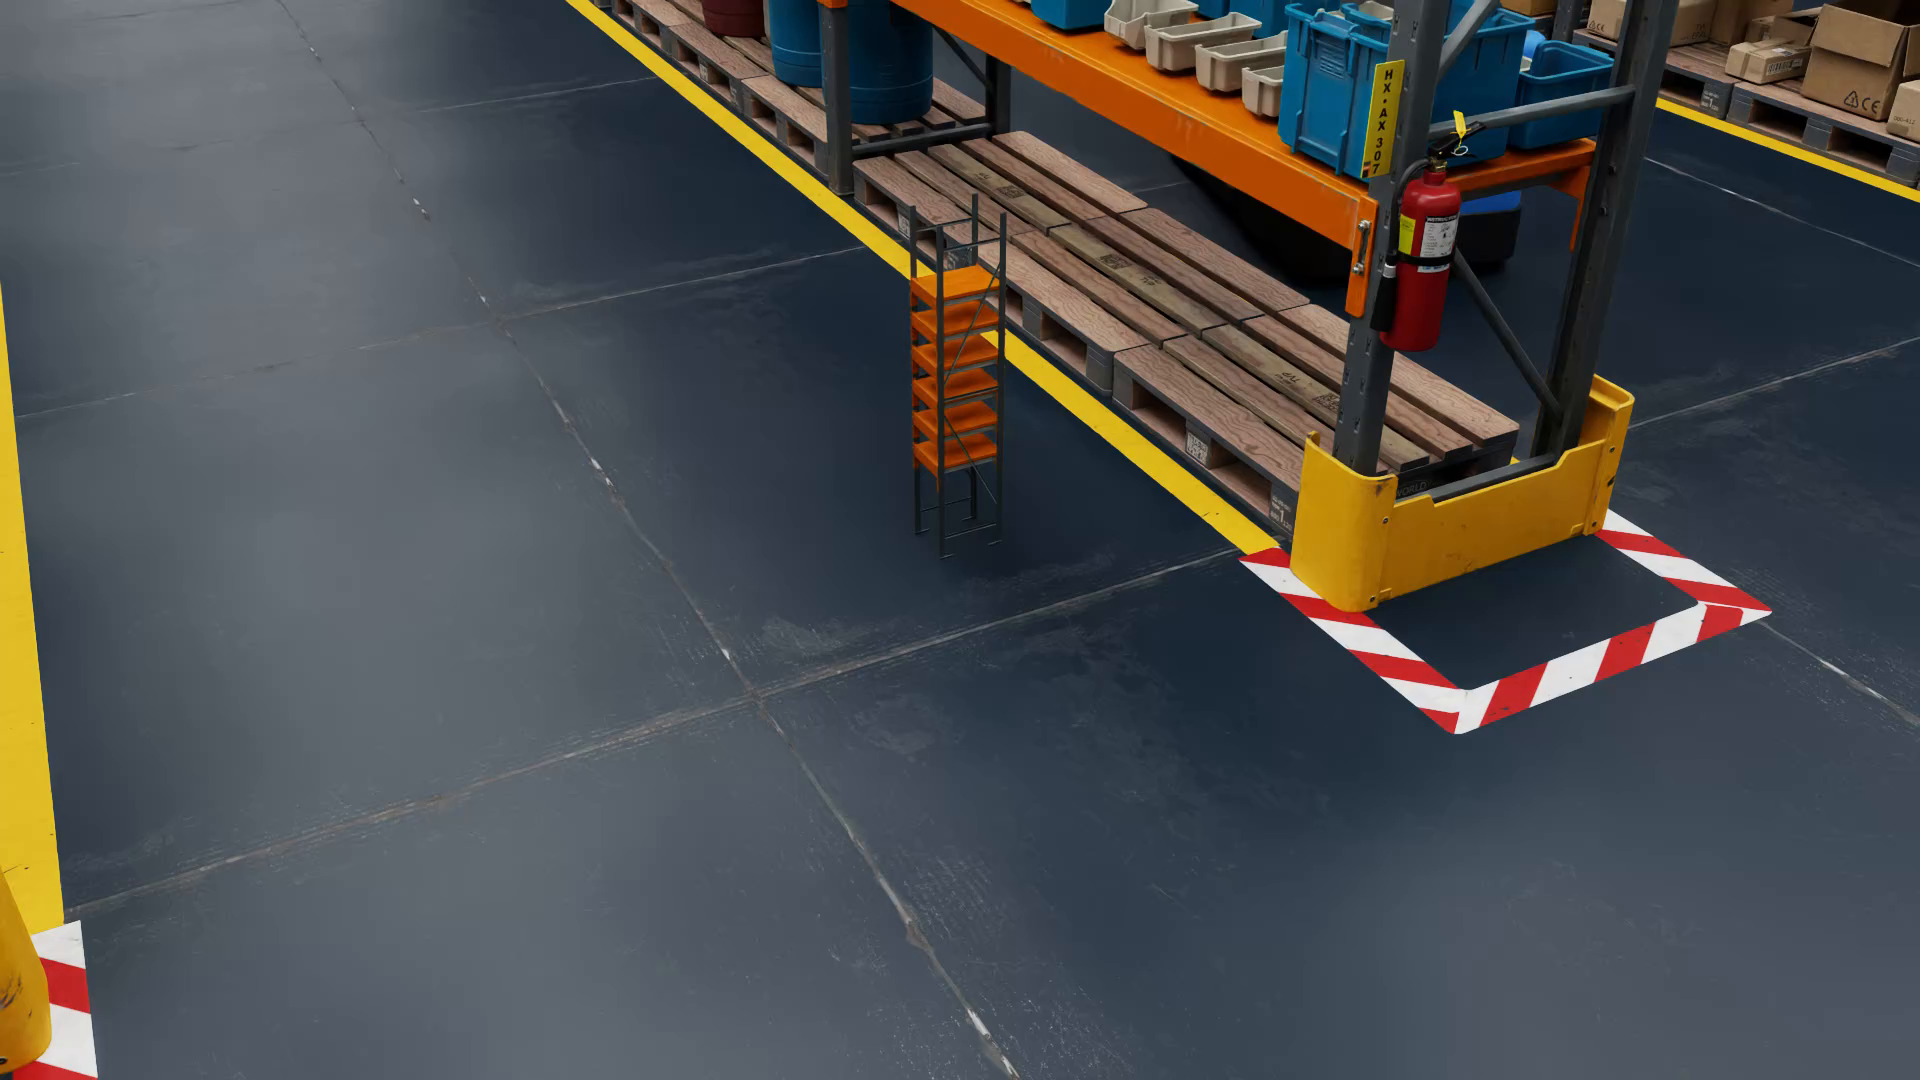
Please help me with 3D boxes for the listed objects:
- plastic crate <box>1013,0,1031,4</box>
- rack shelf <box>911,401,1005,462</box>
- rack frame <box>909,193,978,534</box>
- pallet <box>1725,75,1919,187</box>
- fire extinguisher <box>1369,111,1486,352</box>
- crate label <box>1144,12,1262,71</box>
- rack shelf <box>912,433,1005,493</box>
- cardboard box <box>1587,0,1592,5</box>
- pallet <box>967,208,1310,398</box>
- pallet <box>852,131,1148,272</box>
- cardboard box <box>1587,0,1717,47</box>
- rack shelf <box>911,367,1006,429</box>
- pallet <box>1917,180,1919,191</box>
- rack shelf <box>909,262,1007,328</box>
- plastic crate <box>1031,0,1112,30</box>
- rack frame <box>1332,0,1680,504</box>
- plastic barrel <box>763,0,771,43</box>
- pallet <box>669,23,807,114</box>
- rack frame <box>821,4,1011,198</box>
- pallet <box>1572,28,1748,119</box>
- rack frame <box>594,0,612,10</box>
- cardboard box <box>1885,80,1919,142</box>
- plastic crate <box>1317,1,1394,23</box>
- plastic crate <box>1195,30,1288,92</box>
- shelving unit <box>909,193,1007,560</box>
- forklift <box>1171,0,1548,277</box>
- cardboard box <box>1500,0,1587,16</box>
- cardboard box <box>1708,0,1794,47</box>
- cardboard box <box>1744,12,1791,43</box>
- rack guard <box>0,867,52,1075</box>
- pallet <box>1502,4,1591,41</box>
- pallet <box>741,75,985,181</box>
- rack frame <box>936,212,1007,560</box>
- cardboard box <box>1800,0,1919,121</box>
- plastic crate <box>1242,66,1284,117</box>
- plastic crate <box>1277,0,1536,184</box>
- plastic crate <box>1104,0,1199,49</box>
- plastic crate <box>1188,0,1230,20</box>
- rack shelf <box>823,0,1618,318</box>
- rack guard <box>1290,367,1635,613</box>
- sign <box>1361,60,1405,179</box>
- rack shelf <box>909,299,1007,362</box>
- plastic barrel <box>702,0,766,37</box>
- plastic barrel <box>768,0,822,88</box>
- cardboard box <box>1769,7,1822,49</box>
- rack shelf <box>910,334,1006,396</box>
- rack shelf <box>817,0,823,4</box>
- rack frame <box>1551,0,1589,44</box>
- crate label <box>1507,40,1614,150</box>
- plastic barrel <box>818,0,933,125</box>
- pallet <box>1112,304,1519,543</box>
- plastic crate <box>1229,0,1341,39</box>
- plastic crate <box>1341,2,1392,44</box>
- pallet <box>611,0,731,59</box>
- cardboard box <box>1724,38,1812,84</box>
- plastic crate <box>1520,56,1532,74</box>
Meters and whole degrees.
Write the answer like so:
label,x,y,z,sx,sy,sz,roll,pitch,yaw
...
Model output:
label,x,y,z,sx,sy,sz,roll,pitch,yaw
plastic crate,0.345,-2.361,6.709,0.437,0.282,0.530,-16,36,-23
rack shelf,-0.007,-0.374,5.526,0.258,0.103,0.180,-16,36,-23
rack frame,-0.049,-0.556,5.505,0.240,1.200,0.006,-16,36,-23
pallet,5.072,-2.320,9.175,1.003,0.211,1.213,-16,36,-23
fire extinguisher,1.329,-0.876,4.754,0.296,0.674,0.183,-16,36,-23
crate label,0.847,-1.778,5.934,0.396,0.136,0.243,-16,36,-23
rack shelf,-0.007,-0.273,5.591,0.258,0.103,0.180,-16,36,-23
cardboard box,4.170,-3.830,10.856,0.500,0.500,0.500,-18,37,-25
pallet,0.746,-1.062,7.213,1.003,0.211,1.213,-16,36,-23
pallet,0.173,-1.645,8.123,1.003,0.211,1.213,-16,36,-23
cardboard box,4.184,-3.203,10.054,0.500,0.311,0.500,-16,36,-23
rack shelf,-0.007,-0.475,5.461,0.258,0.103,0.180,-16,36,-23
pallet,5.637,-1.738,8.267,1.003,0.211,1.213,-16,36,-23
rack shelf,-0.007,-0.778,5.267,0.258,0.103,0.180,-16,36,-23
plastic crate,0.477,-2.122,6.381,0.416,0.233,0.300,-16,36,-23
rack frame,1.661,-1.252,4.923,1.000,3.000,0.127,-16,36,-23
plastic barrel,-0.957,-3.184,9.856,0.421,0.512,0.421,0,33,0
pallet,-1.100,-2.948,10.156,1.003,0.211,1.213,-16,36,-23
rack frame,-0.204,-3.161,7.903,1.000,3.000,0.127,-16,36,-23
pallet,4.499,-2.903,10.085,1.003,0.211,1.213,-16,36,-23
rack frame,-2.069,-5.070,10.882,1.000,3.000,0.127,-16,36,-23
cardboard box,5.157,-2.182,8.516,0.500,0.250,0.500,-16,36,-23
plastic crate,1.445,-1.864,6.068,0.250,0.136,0.298,-16,36,-23
plastic crate,0.998,-1.652,5.736,0.396,0.136,0.243,-16,36,-23
shelving unit,-0.007,-0.512,5.437,0.258,1.200,0.189,-16,36,-23
forklift,1.733,-3.200,8.028,1.130,2.935,3.031,-7,33,-11
cardboard box,3.696,-3.701,10.655,0.500,0.500,0.500,-16,36,-23
cardboard box,4.696,-3.337,10.087,0.500,0.500,0.500,-16,36,-23
cardboard box,4.924,-3.025,9.926,0.380,0.149,0.250,-16,36,-23
rack guard,-2.709,1.058,3.635,1.175,0.500,0.348,-16,36,-23
pallet,3.767,-3.609,11.188,1.003,0.211,1.213,-16,36,-23
pallet,-0.527,-2.365,9.246,1.003,0.211,1.213,-16,36,-23
rack frame,0.036,-0.468,5.369,0.240,1.200,0.006,-16,36,-23
cardboard box,5.060,-2.644,9.002,0.797,0.503,0.637,-16,36,-23
plastic crate,1.121,-1.510,5.515,0.396,0.136,0.243,-16,36,-23
plastic crate,1.340,-1.405,5.074,0.616,0.435,0.499,-16,36,-23
plastic crate,0.692,-1.915,6.147,0.298,0.136,0.250,-16,36,-23
plastic crate,1.083,-2.179,6.470,0.416,0.233,0.300,-16,36,-23
rack shelf,0.729,-1.903,6.607,1.077,0.370,4.000,-16,36,-23
rack guard,1.684,-0.191,5.585,1.175,0.500,0.348,-16,36,-23
sign,1.182,-1.174,4.651,0.100,0.325,0.005,-16,36,-23
rack shelf,-0.007,-0.677,5.332,0.258,0.103,0.180,-16,36,-23
plastic barrel,-1.299,-3.463,10.221,0.600,0.588,0.708,-16,36,-23
plastic barrel,-0.773,-3.056,9.295,0.600,0.901,0.708,-16,36,-23
cardboard box,5.046,-2.899,9.580,0.500,0.311,0.500,-16,36,-23
rack shelf,-0.007,-0.576,5.396,0.258,0.103,0.180,-16,36,-23
rack shelf,-1.136,-3.812,9.587,1.077,0.370,4.000,-16,36,-23
rack frame,4.180,-4.405,9.845,1.000,3.000,0.127,-16,36,-23
crate label,1.837,-1.407,5.265,0.416,0.233,0.303,-16,36,-23
plastic barrel,-0.442,-2.718,8.768,0.600,0.901,0.708,-16,36,-23
pallet,1.311,-0.481,6.305,1.003,0.211,1.213,-16,36,-23
plastic crate,1.223,-2.036,6.246,0.416,0.233,0.300,-16,36,-23
plastic crate,1.530,-1.721,5.756,0.416,0.233,0.300,-16,36,-23
pallet,-1.664,-3.530,11.064,1.003,0.211,1.213,-16,36,-23
cardboard box,4.596,-2.732,9.452,0.380,0.166,0.250,-16,36,-23
plastic crate,1.761,-1.541,5.563,0.250,0.136,0.298,-16,36,-23
